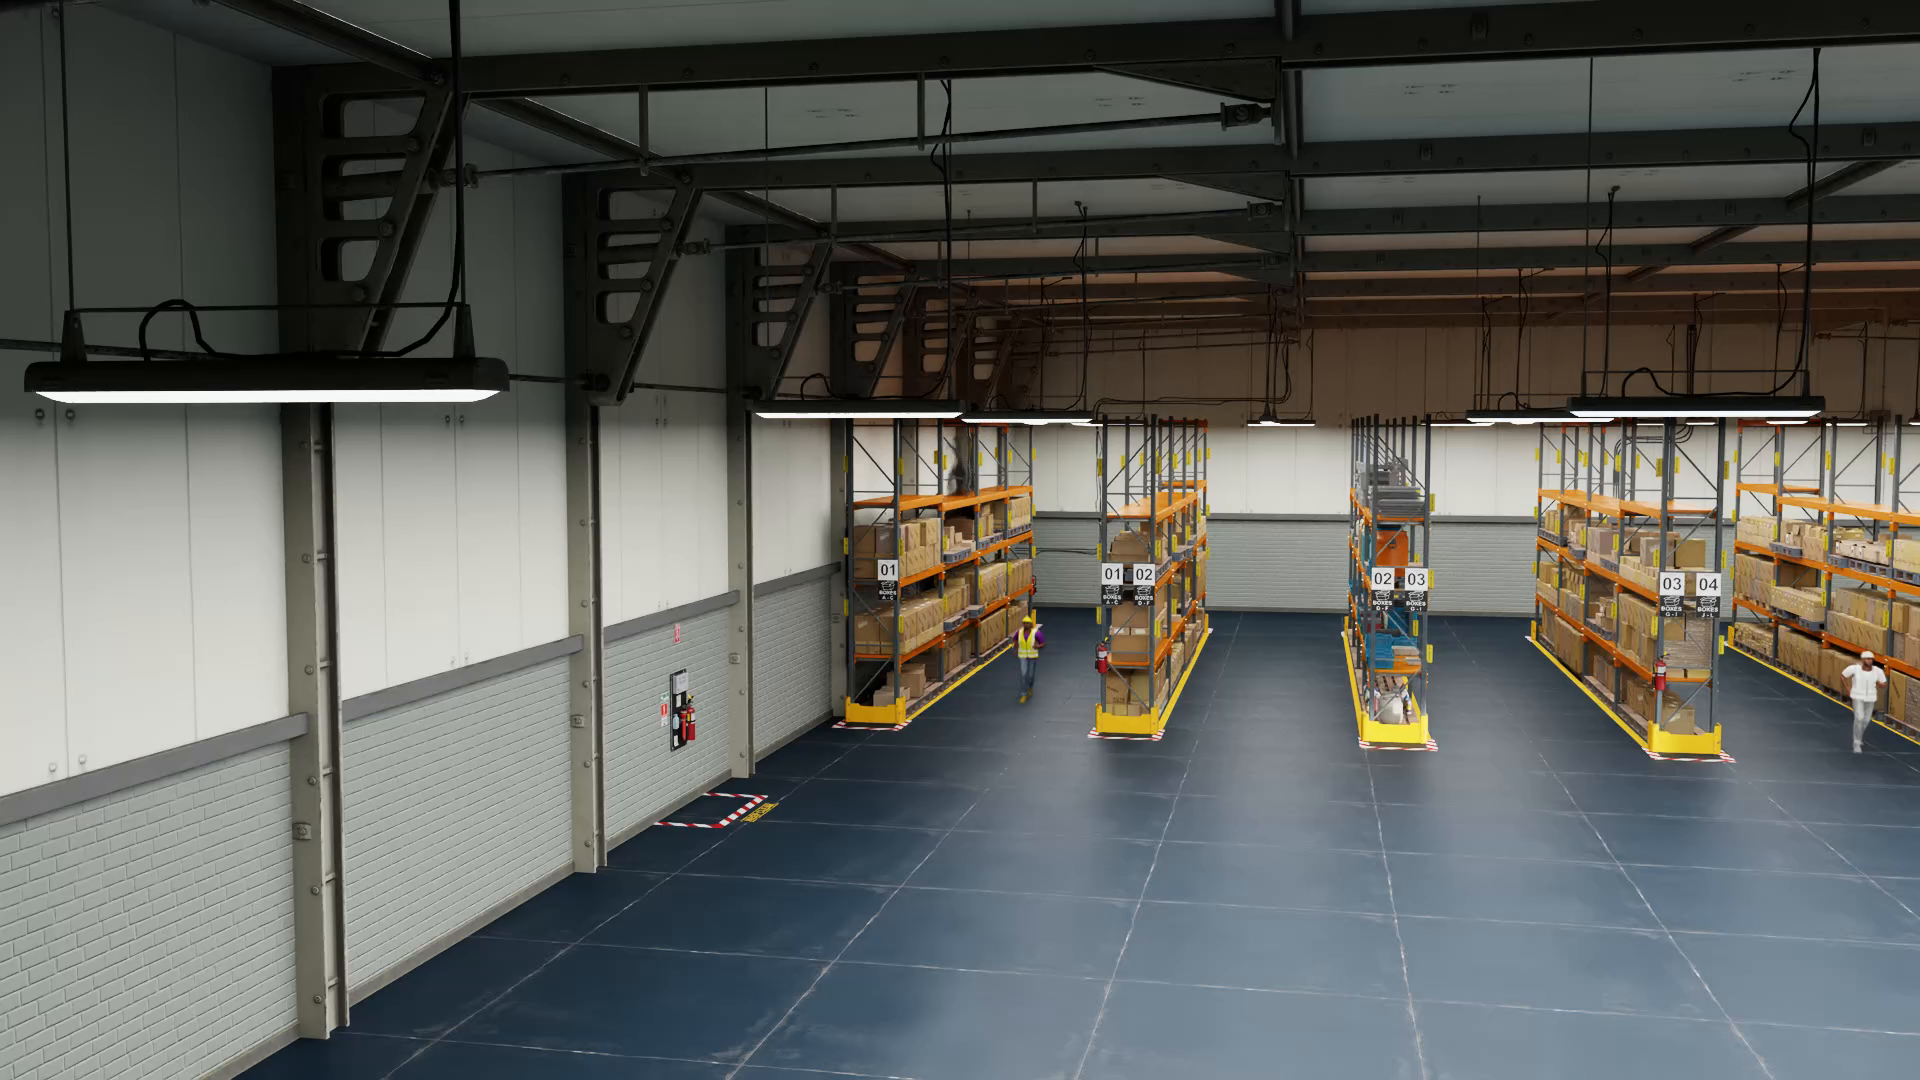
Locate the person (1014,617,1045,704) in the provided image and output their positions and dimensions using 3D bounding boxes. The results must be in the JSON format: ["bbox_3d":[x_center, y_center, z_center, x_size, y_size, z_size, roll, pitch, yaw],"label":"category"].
[{"bbox_3d":[1.457,2.498,35.073,0.686,1.784,0.914,0,4,7],"label":"person"}]

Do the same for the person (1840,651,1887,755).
[{"bbox_3d":[16.117,2.848,29.587,0.682,1.769,0.915,0,4,7],"label":"person"}]
